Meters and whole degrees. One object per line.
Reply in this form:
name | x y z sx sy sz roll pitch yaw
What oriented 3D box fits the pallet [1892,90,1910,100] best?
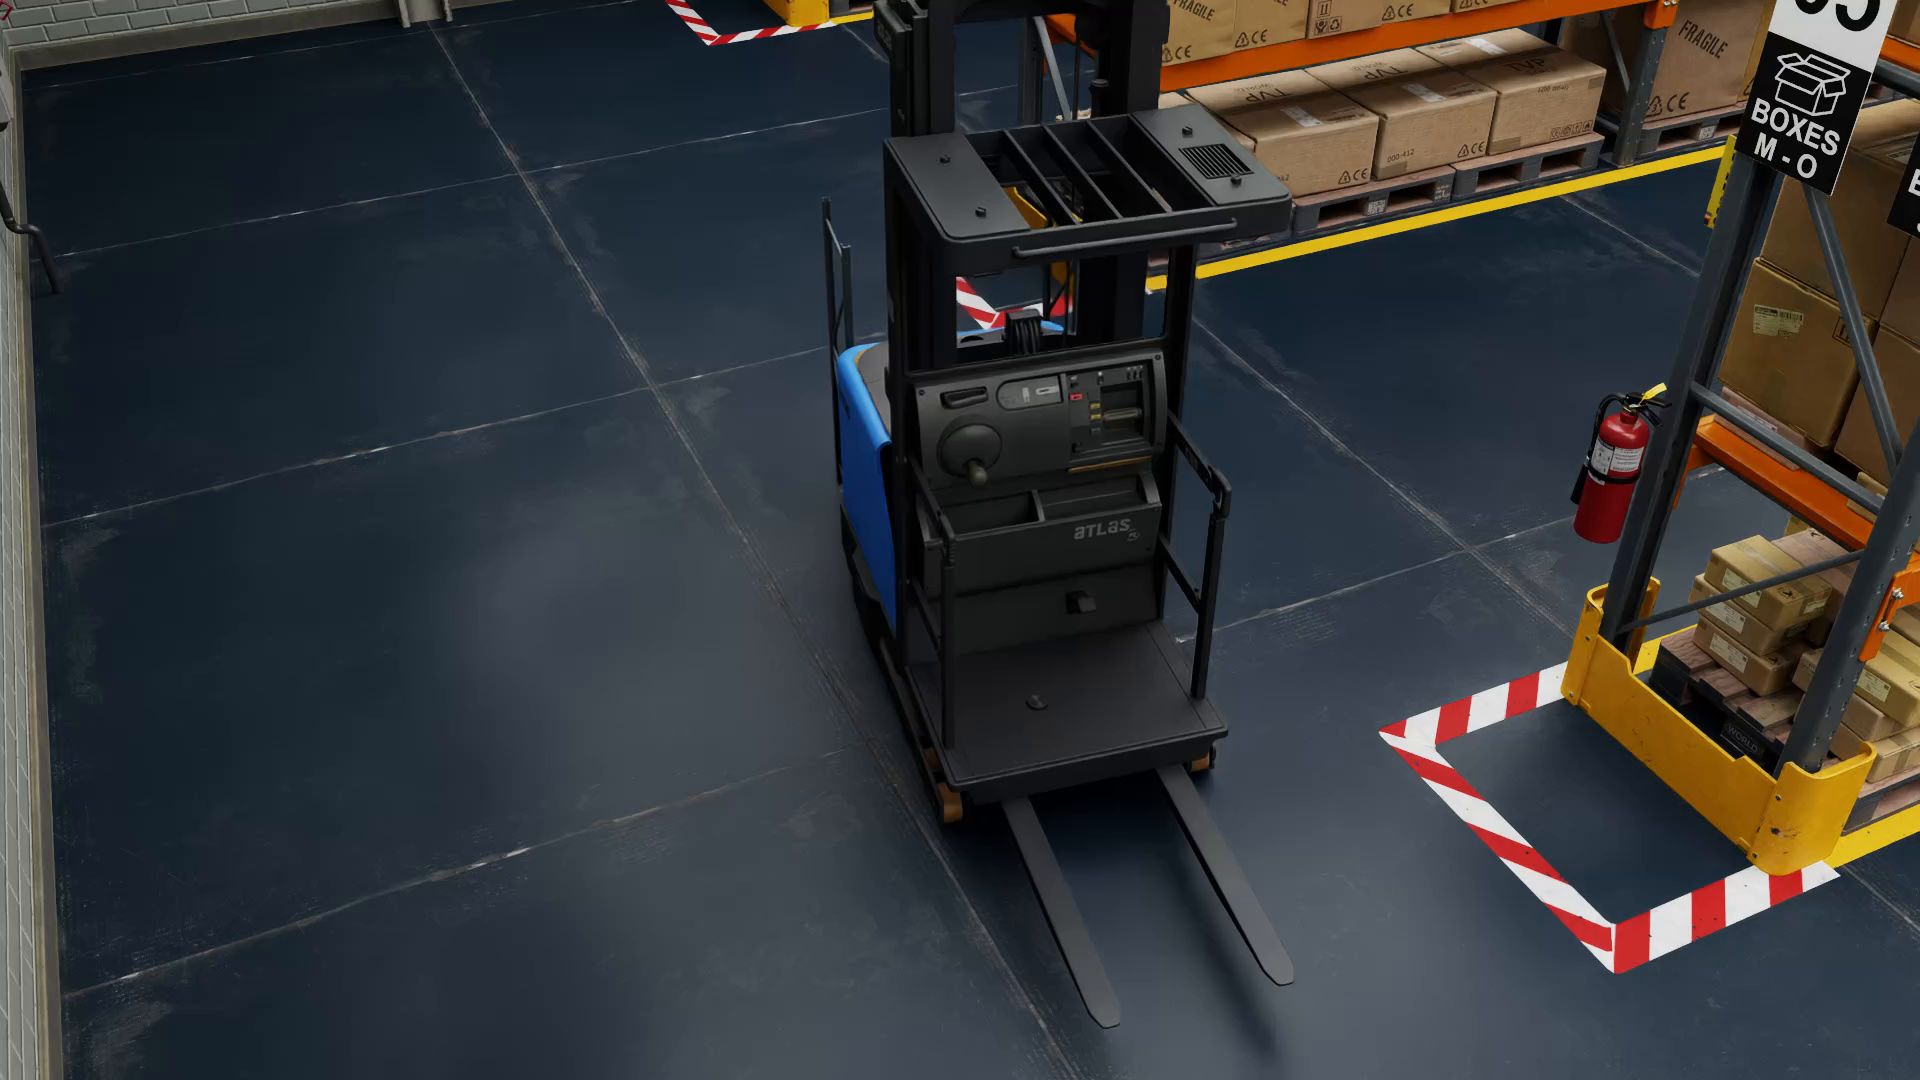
pallet | 7.107 -3.689 12.547 1.213 0.211 1.003 -16 39 -20

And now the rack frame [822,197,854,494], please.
rack frame | -0.529 -0.748 7.500 0.032 1.500 0.500 -8 37 -11

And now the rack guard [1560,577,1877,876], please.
rack guard | 2.874 0.685 6.406 0.348 0.500 1.175 -16 39 -20

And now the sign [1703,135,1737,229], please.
sign | 2.587 -1.196 5.607 0.005 0.325 0.100 -16 39 -20

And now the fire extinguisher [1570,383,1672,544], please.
fire extinguisher | 2.381 -0.304 6.019 0.183 0.674 0.296 -16 39 -20

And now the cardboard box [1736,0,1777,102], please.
cardboard box | 5.573 -3.704 11.657 0.875 0.875 0.875 -14 39 -19

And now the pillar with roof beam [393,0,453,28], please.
pillar with roof beam | -2.497 -5.511 7.626 0.400 9.000 9.100 -16 39 -20

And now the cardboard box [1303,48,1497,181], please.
cardboard box | 2.807 -2.767 10.761 0.875 0.438 0.875 -17 40 -21

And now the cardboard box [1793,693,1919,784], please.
cardboard box | 3.415 0.717 6.306 0.250 0.149 0.380 -15 39 -19

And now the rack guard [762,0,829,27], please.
rack guard | -1.433 -4.634 13.579 0.348 0.500 1.175 -16 39 -20

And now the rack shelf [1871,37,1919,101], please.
rack shelf | 4.616 -1.721 5.639 4.000 0.370 1.077 -16 39 -20

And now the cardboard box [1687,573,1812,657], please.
cardboard box | 3.162 0.270 6.659 0.250 0.149 0.380 -17 40 -21

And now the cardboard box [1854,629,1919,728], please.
cardboard box | 3.424 0.489 6.114 0.250 0.149 0.380 -17 40 -22

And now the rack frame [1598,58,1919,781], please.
rack frame | 2.805 -0.299 5.636 0.127 3.000 1.000 -16 39 -20

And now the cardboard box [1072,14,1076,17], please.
cardboard box | 0.935 -3.248 9.527 0.500 0.500 0.500 -15 39 -20

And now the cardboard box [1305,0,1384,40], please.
cardboard box | 2.081 -3.212 9.479 0.500 0.500 0.500 -16 39 -20

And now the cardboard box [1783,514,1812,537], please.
cardboard box | 3.609 0.001 6.772 0.250 0.149 0.380 -16 40 -21

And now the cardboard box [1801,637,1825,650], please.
cardboard box | 3.383 0.312 6.852 0.250 0.149 0.380 -14 39 -19

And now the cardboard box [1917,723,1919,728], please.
cardboard box | 3.618 0.607 6.455 0.250 0.149 0.380 -16 39 -20

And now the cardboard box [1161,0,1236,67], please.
cardboard box | 1.167 -2.950 9.125 0.500 0.500 0.500 -16 39 -20

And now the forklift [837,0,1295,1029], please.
forklift | 0.358 -0.367 5.785 1.130 2.935 3.031 -10 38 -13

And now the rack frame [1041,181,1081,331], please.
rack frame | 0.458 -0.894 7.696 0.032 1.500 0.500 -8 37 -11

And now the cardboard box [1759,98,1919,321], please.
cardboard box | 3.114 -1.111 5.556 0.500 0.500 0.500 -16 40 -21

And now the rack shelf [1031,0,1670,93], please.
rack shelf | 2.421 -3.161 10.097 4.000 0.370 1.077 -16 39 -20

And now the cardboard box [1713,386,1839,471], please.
cardboard box | 2.980 -0.433 6.027 0.250 0.149 0.380 -16 39 -20

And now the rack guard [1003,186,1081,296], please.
rack guard | 0.589 -1.933 9.937 0.348 0.500 1.175 -16 39 -20

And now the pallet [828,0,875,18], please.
pallet | -0.712 -4.721 13.937 1.213 0.211 1.003 -16 39 -20

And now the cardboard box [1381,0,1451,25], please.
cardboard box | 2.527 -3.348 9.662 0.500 0.500 0.500 -14 39 -18

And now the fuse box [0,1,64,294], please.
fuse box | -5.245 -2.156 9.220 0.414 1.711 0.539 -16 39 -20

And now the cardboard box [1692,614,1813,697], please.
cardboard box | 3.193 0.431 6.691 0.250 0.149 0.380 -15 39 -19

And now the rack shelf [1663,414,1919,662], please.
rack shelf | 4.616 -0.517 6.532 4.000 0.370 1.077 -16 39 -20

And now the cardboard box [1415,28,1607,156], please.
cardboard box | 3.617 -2.994 11.067 0.875 0.438 0.875 -16 40 -21

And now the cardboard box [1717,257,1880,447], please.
cardboard box | 3.103 -0.711 5.858 0.500 0.500 0.500 -15 39 -19

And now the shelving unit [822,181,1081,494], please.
shelving unit | -0.035 -0.821 7.598 1.048 1.500 0.538 -8 37 -11

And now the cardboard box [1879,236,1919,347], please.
cardboard box | 3.324 -0.831 5.180 0.500 0.500 0.500 -16 39 -20

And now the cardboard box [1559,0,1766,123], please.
cardboard box | 4.759 -3.471 11.343 0.875 0.875 0.875 -14 39 -19

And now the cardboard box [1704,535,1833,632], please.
cardboard box | 3.177 0.167 6.548 0.250 0.149 0.380 -15 39 -19

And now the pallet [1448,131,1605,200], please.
pallet | 3.510 -2.685 11.193 1.213 0.211 1.003 -16 39 -20

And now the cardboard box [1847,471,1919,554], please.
cardboard box | 3.238 -0.104 5.583 0.250 0.149 0.380 -16 39 -20

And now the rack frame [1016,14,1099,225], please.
rack frame | 0.610 -2.943 9.200 0.127 3.000 1.000 -16 39 -20

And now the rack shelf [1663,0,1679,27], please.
rack shelf | 6.042 -4.173 11.462 4.000 0.370 1.077 -16 39 -20

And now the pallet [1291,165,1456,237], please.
pallet | 2.404 -2.374 10.774 1.213 0.211 1.003 -16 39 -20

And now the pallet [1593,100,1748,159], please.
pallet | 4.898 -3.072 11.714 1.213 0.211 1.003 -16 39 -20

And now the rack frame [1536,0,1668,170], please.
rack frame | 4.231 -3.956 10.565 0.127 3.000 1.000 -16 39 -20

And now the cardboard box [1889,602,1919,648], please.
cardboard box | 3.622 0.354 6.296 0.250 0.149 0.380 -15 39 -19

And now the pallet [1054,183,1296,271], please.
pallet | 1.301 -2.068 10.361 1.213 0.211 1.003 -16 39 -20

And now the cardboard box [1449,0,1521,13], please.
cardboard box | 3.008 -3.472 9.830 0.500 0.500 0.500 -16 40 -21

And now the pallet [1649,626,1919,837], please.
pallet | 3.624 0.615 6.744 1.213 0.211 1.003 -16 39 -20

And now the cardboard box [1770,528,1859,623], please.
cardboard box | 3.429 0.135 6.591 0.250 0.149 0.380 -15 39 -19

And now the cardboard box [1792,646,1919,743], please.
cardboard box | 3.388 0.563 6.263 0.250 0.149 0.380 -14 39 -18

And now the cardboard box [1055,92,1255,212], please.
cardboard box | 1.165 -2.304 10.136 0.875 0.438 0.875 -17 40 -21

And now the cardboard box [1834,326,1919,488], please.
cardboard box | 3.329 -0.424 5.470 0.500 0.500 0.500 -14 39 -18

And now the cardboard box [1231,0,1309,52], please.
cardboard box | 1.613 -3.093 9.318 0.500 0.500 0.500 -16 40 -21

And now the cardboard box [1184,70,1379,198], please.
cardboard box | 1.990 -2.540 10.455 0.875 0.438 0.875 -15 39 -19

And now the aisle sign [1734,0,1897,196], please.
aisle sign | 2.612 -1.487 5.054 0.004 0.787 0.394 -16 39 -20

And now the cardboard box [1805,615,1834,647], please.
cardboard box | 3.421 0.233 6.709 0.250 0.149 0.380 -17 40 -21

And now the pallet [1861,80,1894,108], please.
pallet | 6.004 -3.383 12.134 1.213 0.211 1.003 -16 39 -20

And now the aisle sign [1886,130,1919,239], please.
aisle sign | 2.866 -1.163 4.618 0.004 0.787 0.394 -16 39 -20

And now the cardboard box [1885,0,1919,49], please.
cardboard box | 3.104 -1.702 5.134 0.500 0.250 0.500 -16 40 -21

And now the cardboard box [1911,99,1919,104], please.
cardboard box | 3.572 -1.239 5.729 0.500 0.500 0.500 -17 40 -21
